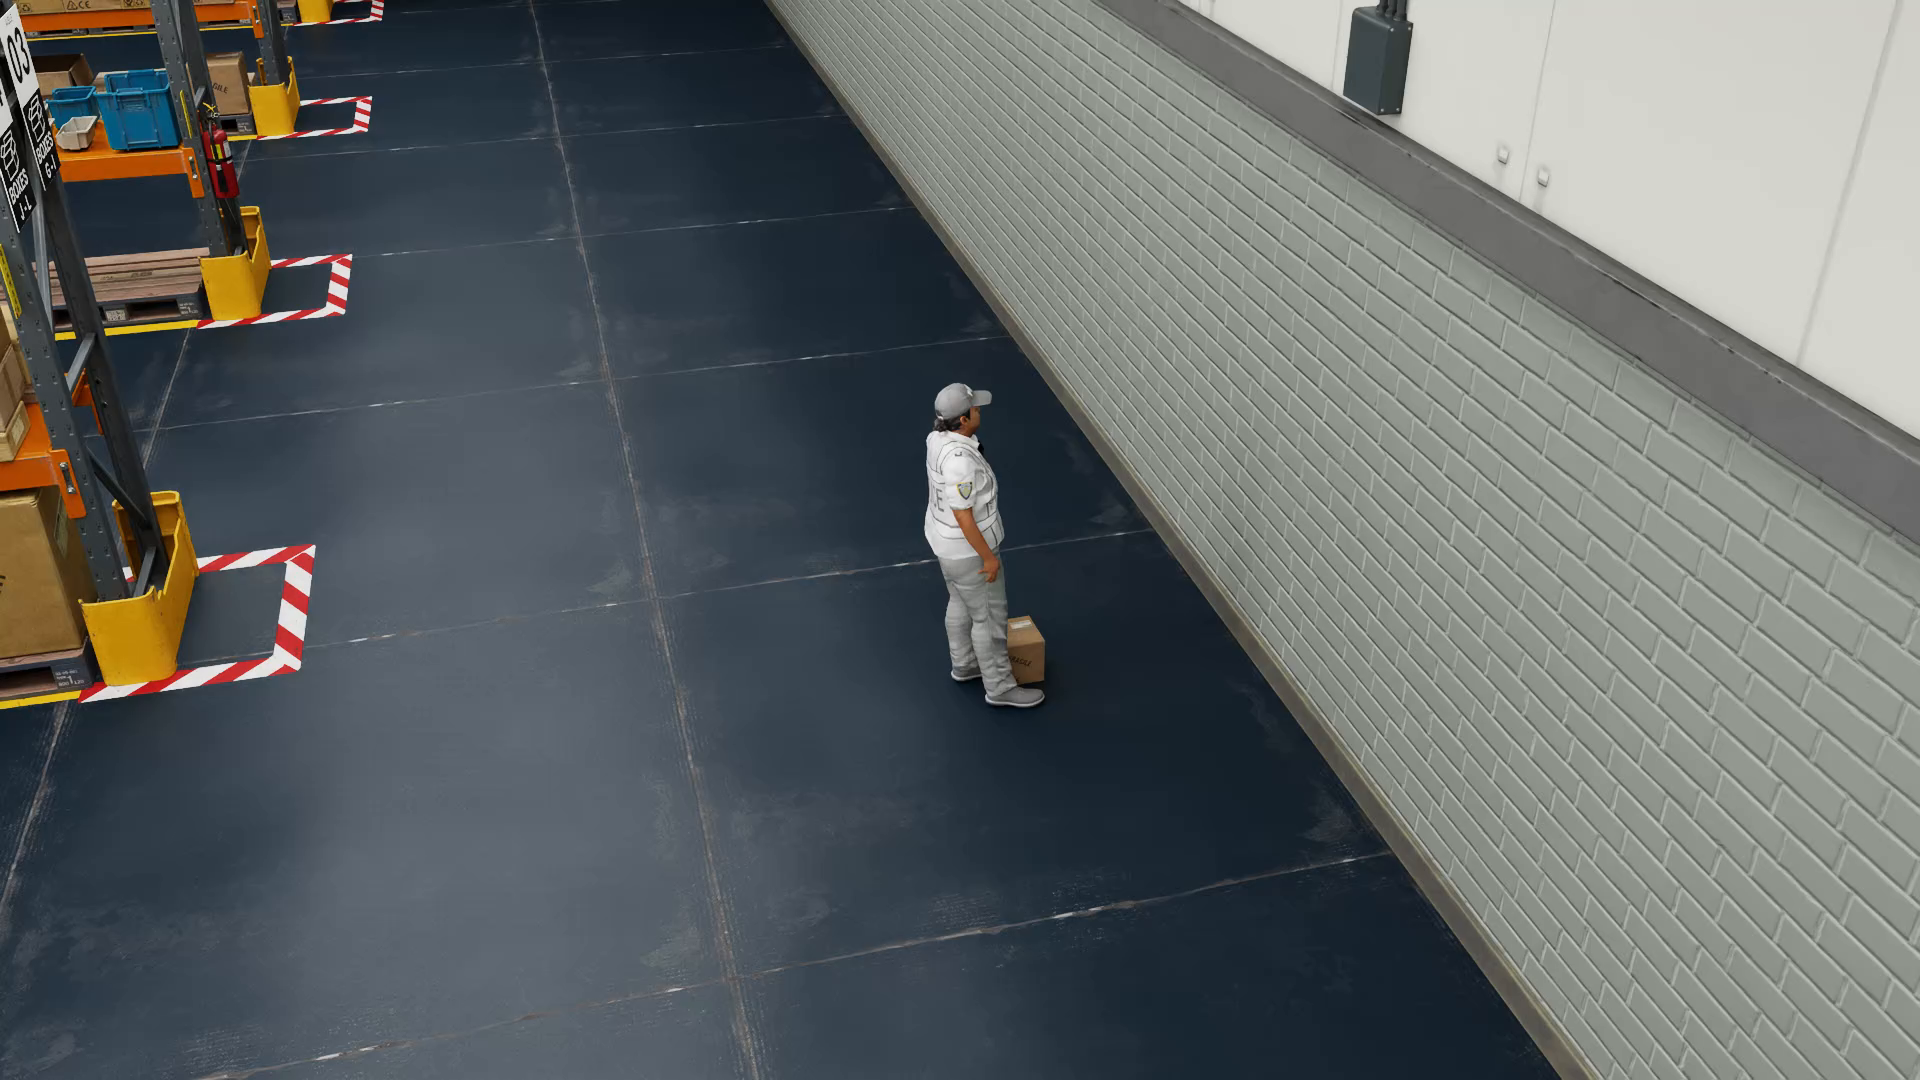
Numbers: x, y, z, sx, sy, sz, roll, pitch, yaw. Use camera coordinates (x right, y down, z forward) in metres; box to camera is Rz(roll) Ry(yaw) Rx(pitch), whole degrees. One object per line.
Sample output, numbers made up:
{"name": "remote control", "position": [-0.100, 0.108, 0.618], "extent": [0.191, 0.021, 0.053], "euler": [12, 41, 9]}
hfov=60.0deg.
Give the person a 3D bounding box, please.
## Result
{"name": "person", "position": [0.110, 0.008, 8.193], "extent": [0.529, 1.670, 0.598], "euler": [-8, 31, -13]}
